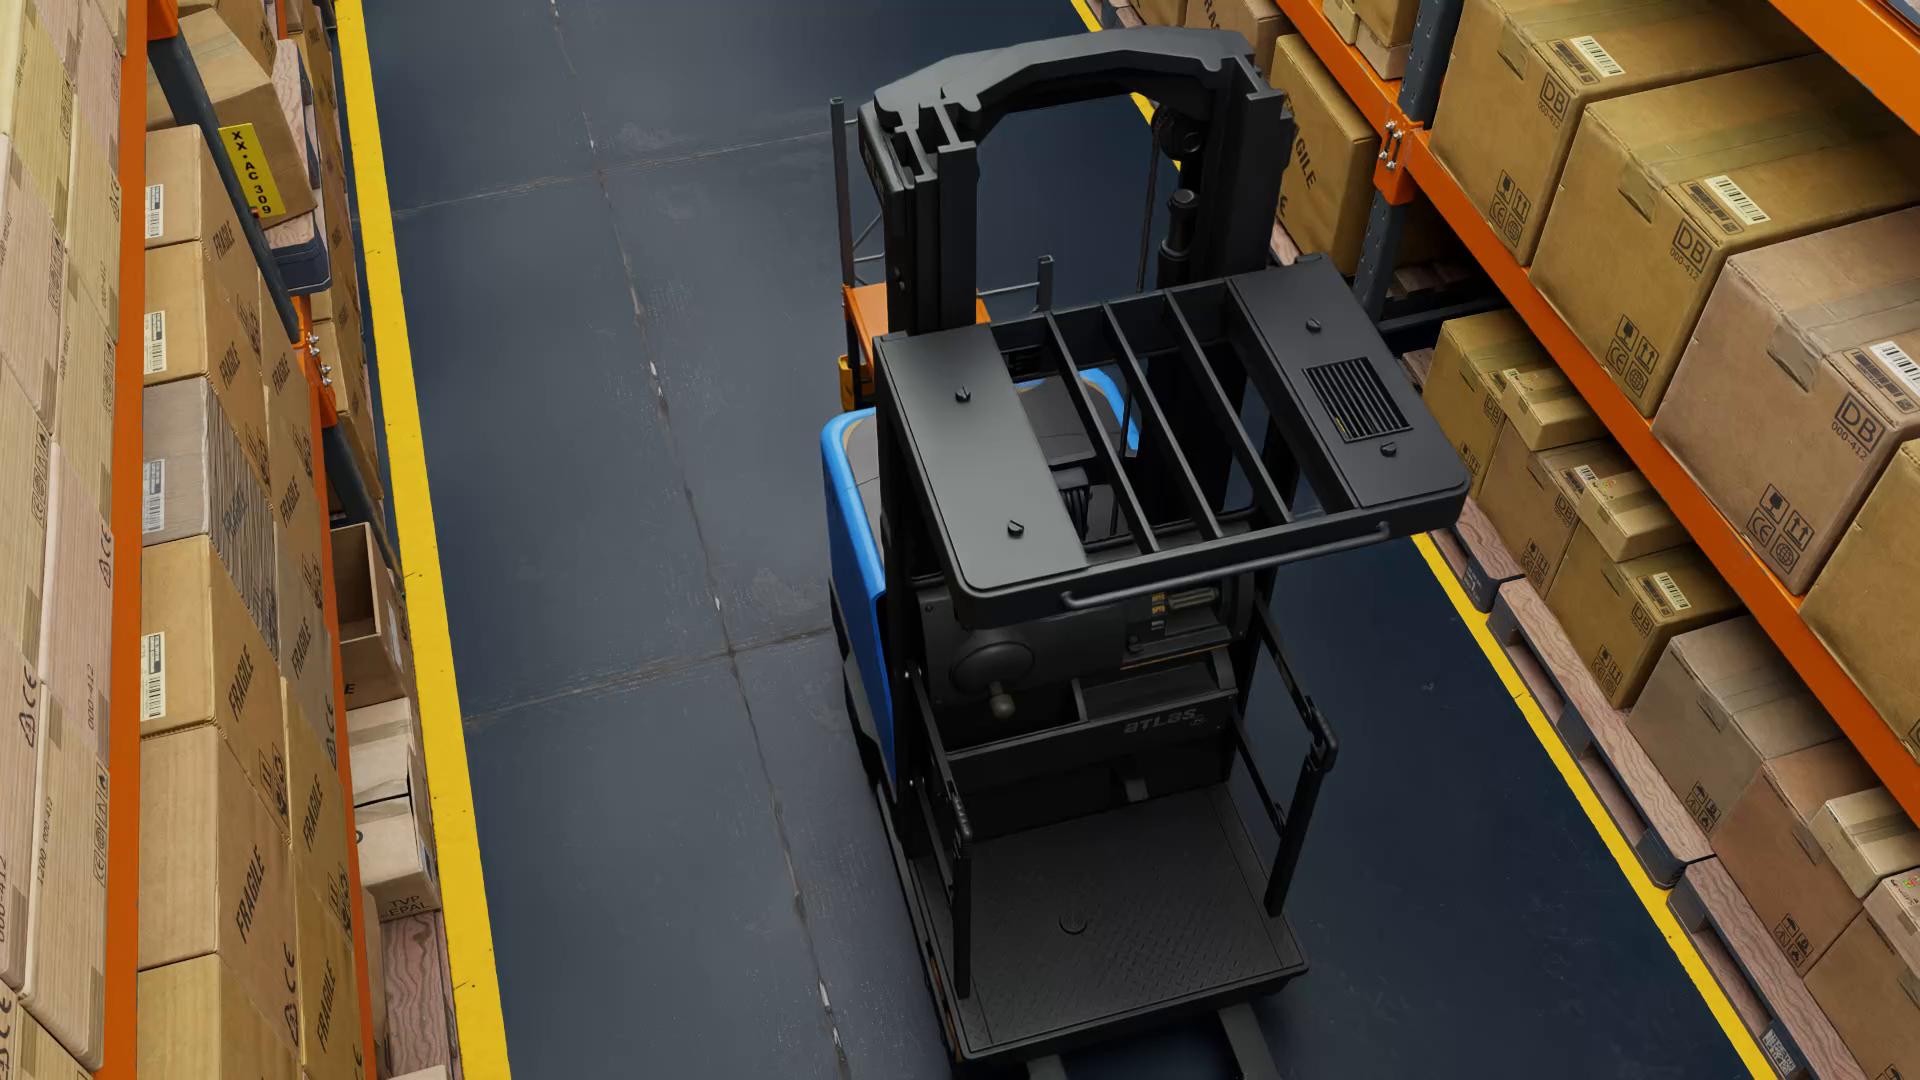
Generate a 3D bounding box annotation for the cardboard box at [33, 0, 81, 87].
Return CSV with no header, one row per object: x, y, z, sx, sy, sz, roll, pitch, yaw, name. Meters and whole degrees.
-2.068,-1.103,3.317,0.500,0.250,0.500,-13,51,-11,cardboard box

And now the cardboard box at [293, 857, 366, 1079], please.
-1.615,1.079,3.602,0.500,0.500,0.500,-13,51,-11,cardboard box

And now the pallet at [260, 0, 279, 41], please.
-3.219,-2.123,6.493,1.003,0.211,1.213,-13,51,-11,pallet

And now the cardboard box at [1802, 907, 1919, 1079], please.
2.996,1.297,4.844,0.700,0.500,0.500,-13,51,-11,cardboard box

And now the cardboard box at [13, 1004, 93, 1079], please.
-1.342,0.887,1.966,0.500,0.250,0.500,-13,51,-11,cardboard box

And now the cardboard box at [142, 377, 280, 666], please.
-1.916,0.015,3.846,0.500,0.500,0.500,-13,51,-11,cardboard box

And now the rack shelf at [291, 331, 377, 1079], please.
-2.024,1.009,4.197,1.077,0.370,4.000,-13,51,-11,rack shelf

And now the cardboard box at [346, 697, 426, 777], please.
-2.008,0.706,5.559,0.380,0.149,0.250,-13,51,-11,cardboard box

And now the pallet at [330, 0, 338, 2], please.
-4.005,-3.316,9.197,1.003,0.211,1.213,-13,51,-11,pallet

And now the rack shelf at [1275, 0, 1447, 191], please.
1.524,-3.035,7.607,1.077,0.370,4.000,-13,51,-11,rack shelf

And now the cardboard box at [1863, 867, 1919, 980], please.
2.784,1.036,4.641,0.380,0.149,0.250,-14,51,-11,cardboard box

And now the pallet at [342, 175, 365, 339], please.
-3.257,-1.263,7.466,1.003,0.211,1.213,-13,51,-11,pallet

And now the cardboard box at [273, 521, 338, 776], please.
-1.915,0.343,4.224,0.500,0.500,0.500,-12,51,-10,cardboard box

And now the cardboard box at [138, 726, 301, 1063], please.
-1.617,0.753,3.223,0.500,0.500,0.500,-13,51,-10,cardboard box

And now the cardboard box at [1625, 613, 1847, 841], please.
2.698,0.565,5.462,0.700,0.500,0.500,-15,51,-12,cardboard box

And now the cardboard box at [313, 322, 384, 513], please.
-2.526,-0.428,6.286,0.500,0.500,0.500,-15,52,-13,cardboard box

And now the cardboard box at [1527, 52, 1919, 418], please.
2.471,-0.968,5.198,0.980,0.700,0.700,-14,51,-12,cardboard box

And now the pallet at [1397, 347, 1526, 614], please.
2.265,-0.334,6.683,1.003,0.211,1.213,-13,51,-11,pallet

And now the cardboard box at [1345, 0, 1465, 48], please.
1.738,-2.221,6.177,0.500,0.500,0.500,-14,51,-12,cardboard box

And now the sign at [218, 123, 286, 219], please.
-2.100,-1.091,4.931,0.100,0.325,0.005,-13,51,-11,sign

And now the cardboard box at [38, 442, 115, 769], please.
-1.627,0.154,2.584,0.500,0.250,0.500,-13,51,-11,cardboard box

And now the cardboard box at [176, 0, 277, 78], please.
-2.806,-1.735,5.701,0.700,0.500,0.500,-6,50,-5,cardboard box

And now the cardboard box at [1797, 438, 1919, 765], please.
2.912,0.120,4.281,0.980,0.700,0.700,-14,51,-11,cardboard box

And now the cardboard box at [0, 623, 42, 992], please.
-1.477,0.358,2.085,0.500,0.250,0.500,-13,51,-11,cardboard box

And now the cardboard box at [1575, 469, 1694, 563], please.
2.320,-0.103,5.600,0.380,0.149,0.250,-15,51,-12,cardboard box

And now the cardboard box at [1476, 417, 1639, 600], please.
2.384,-0.199,6.105,0.700,0.500,0.500,-14,51,-11,cardboard box

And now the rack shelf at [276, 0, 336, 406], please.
-3.207,-1.912,6.660,1.077,0.370,4.000,-13,51,-11,rack shelf

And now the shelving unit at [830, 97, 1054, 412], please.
-0.078,-0.739,6.182,0.587,1.500,1.083,-12,51,-10,shelving unit

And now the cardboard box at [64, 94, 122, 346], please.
-1.924,-0.576,3.199,0.500,0.250,0.500,-13,51,-11,cardboard box

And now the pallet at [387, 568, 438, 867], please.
-2.414,0.717,5.797,1.003,0.211,1.213,-13,51,-11,pallet

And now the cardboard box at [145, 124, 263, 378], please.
-2.219,-0.727,4.471,0.500,0.500,0.500,-13,51,-11,cardboard box

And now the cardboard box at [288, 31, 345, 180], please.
-3.145,-1.933,7.554,0.500,0.500,0.500,-15,51,-12,cardboard box

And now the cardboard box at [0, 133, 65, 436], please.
-1.775,-0.372,2.701,0.500,0.250,0.500,-13,51,-11,cardboard box

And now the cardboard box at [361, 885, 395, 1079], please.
-2.055,1.351,4.784,0.797,0.503,0.637,-13,51,-11,cardboard box

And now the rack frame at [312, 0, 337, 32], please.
-3.799,-3.605,7.617,1.000,3.000,0.127,-13,51,-11,rack frame

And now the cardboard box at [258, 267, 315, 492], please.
-2.223,-0.408,4.857,0.500,0.500,0.500,-13,51,-10,cardboard box

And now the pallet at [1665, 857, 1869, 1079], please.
2.987,1.448,5.181,1.003,0.211,1.213,-13,51,-11,pallet

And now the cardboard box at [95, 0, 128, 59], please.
-2.218,-1.307,3.816,0.500,0.250,0.500,-13,51,-11,cardboard box

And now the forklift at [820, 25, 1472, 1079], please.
0.409,0.329,4.346,1.130,2.935,3.031,-12,51,-10,forklift

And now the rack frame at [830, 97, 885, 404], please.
-0.217,-1.120,6.503,0.500,1.500,0.032,-12,51,-10,rack frame

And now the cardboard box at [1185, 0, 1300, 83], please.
1.533,-2.342,7.684,0.750,0.750,0.750,-12,51,-10,cardboard box

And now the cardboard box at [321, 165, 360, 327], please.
-2.835,-1.181,6.921,0.500,0.500,0.500,-13,51,-11,cardboard box

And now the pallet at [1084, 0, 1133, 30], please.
1.094,-3.236,9.129,1.003,0.211,1.213,-13,51,-11,pallet

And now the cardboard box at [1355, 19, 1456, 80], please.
1.745,-1.914,6.343,0.380,0.149,0.250,-13,51,-11,cardboard box

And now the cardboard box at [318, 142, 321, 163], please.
-2.971,-1.766,6.923,0.500,0.250,0.500,-14,51,-12,cardboard box

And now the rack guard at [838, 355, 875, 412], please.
-0.212,-0.703,6.969,0.587,0.250,0.087,-12,51,-10,rack guard
